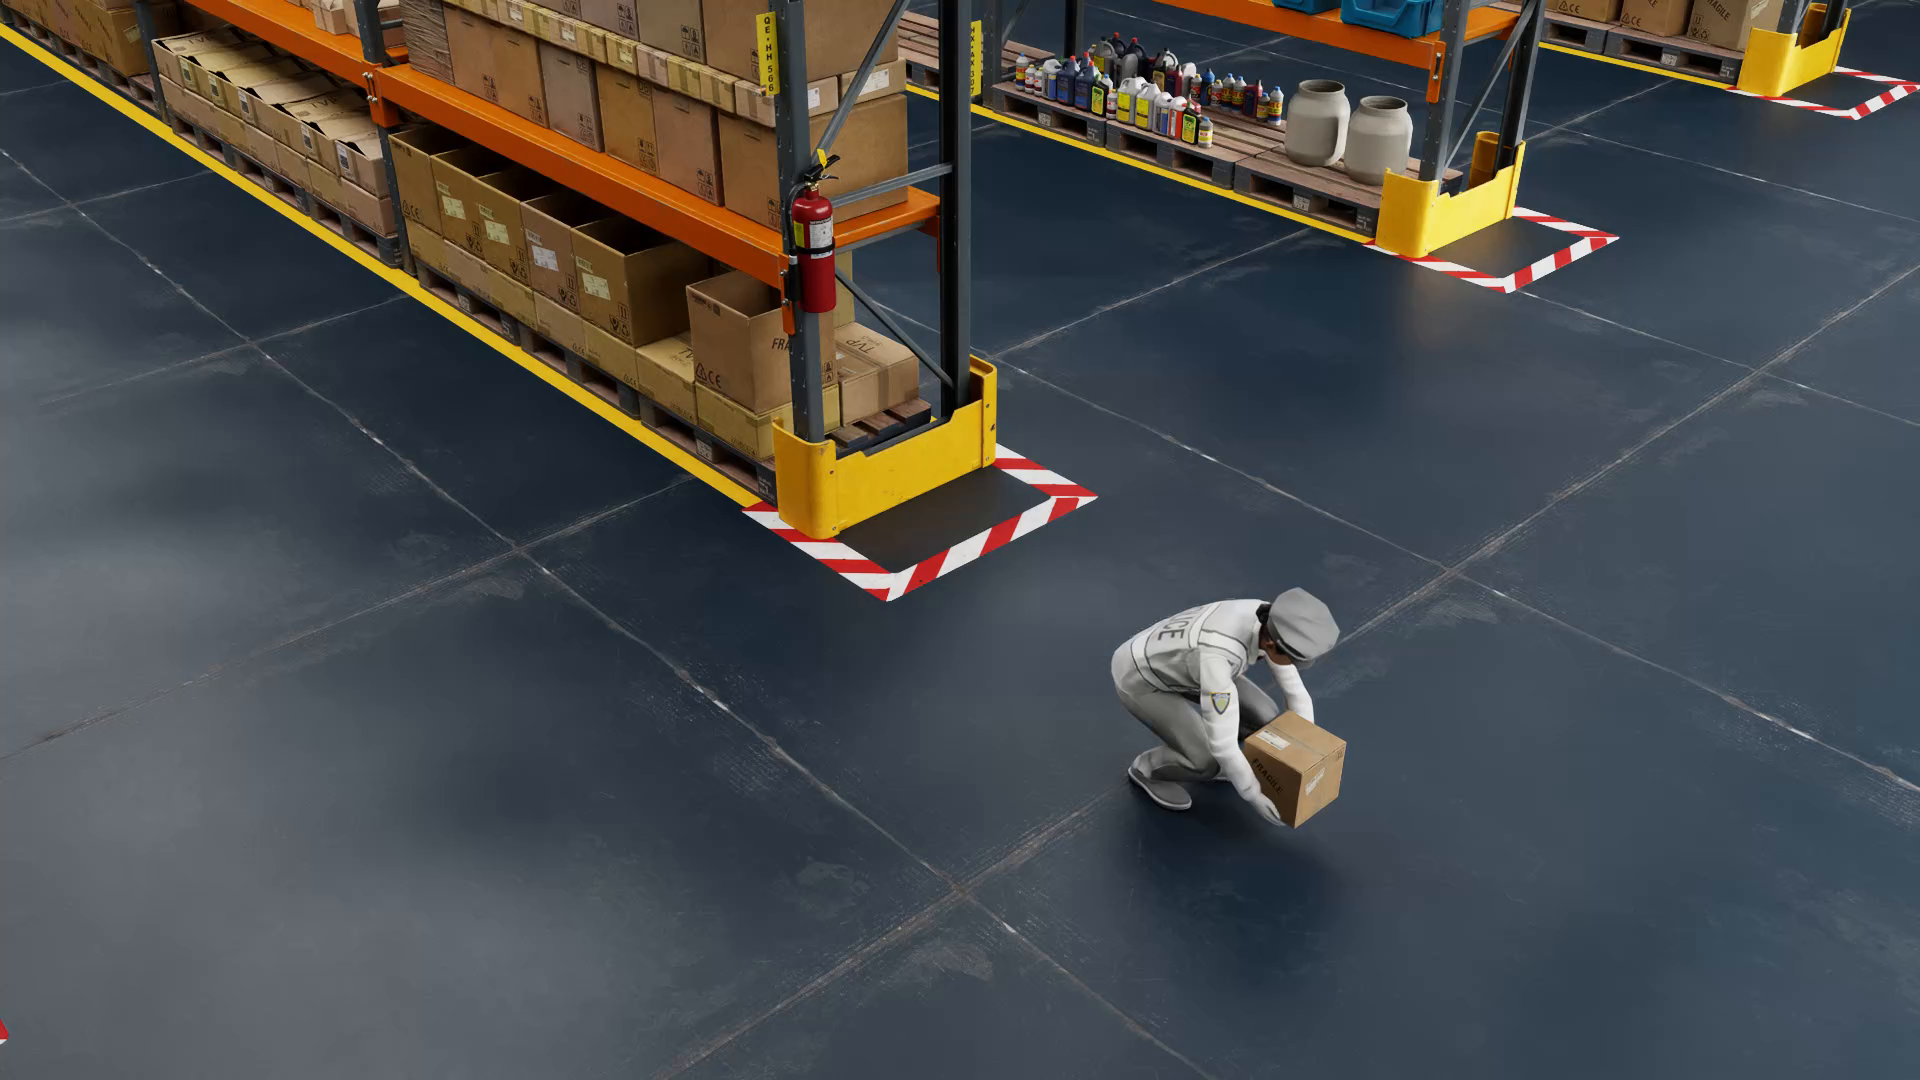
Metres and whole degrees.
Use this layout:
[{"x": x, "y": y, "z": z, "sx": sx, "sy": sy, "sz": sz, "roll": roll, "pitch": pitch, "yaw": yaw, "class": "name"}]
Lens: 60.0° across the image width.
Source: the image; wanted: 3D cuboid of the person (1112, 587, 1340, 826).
[{"x": 0.934, "y": 0.533, "z": 5.951, "sx": 0.496, "sy": 0.964, "sz": 0.822, "roll": -26, "pitch": 40, "yaw": -35, "class": "person"}]
